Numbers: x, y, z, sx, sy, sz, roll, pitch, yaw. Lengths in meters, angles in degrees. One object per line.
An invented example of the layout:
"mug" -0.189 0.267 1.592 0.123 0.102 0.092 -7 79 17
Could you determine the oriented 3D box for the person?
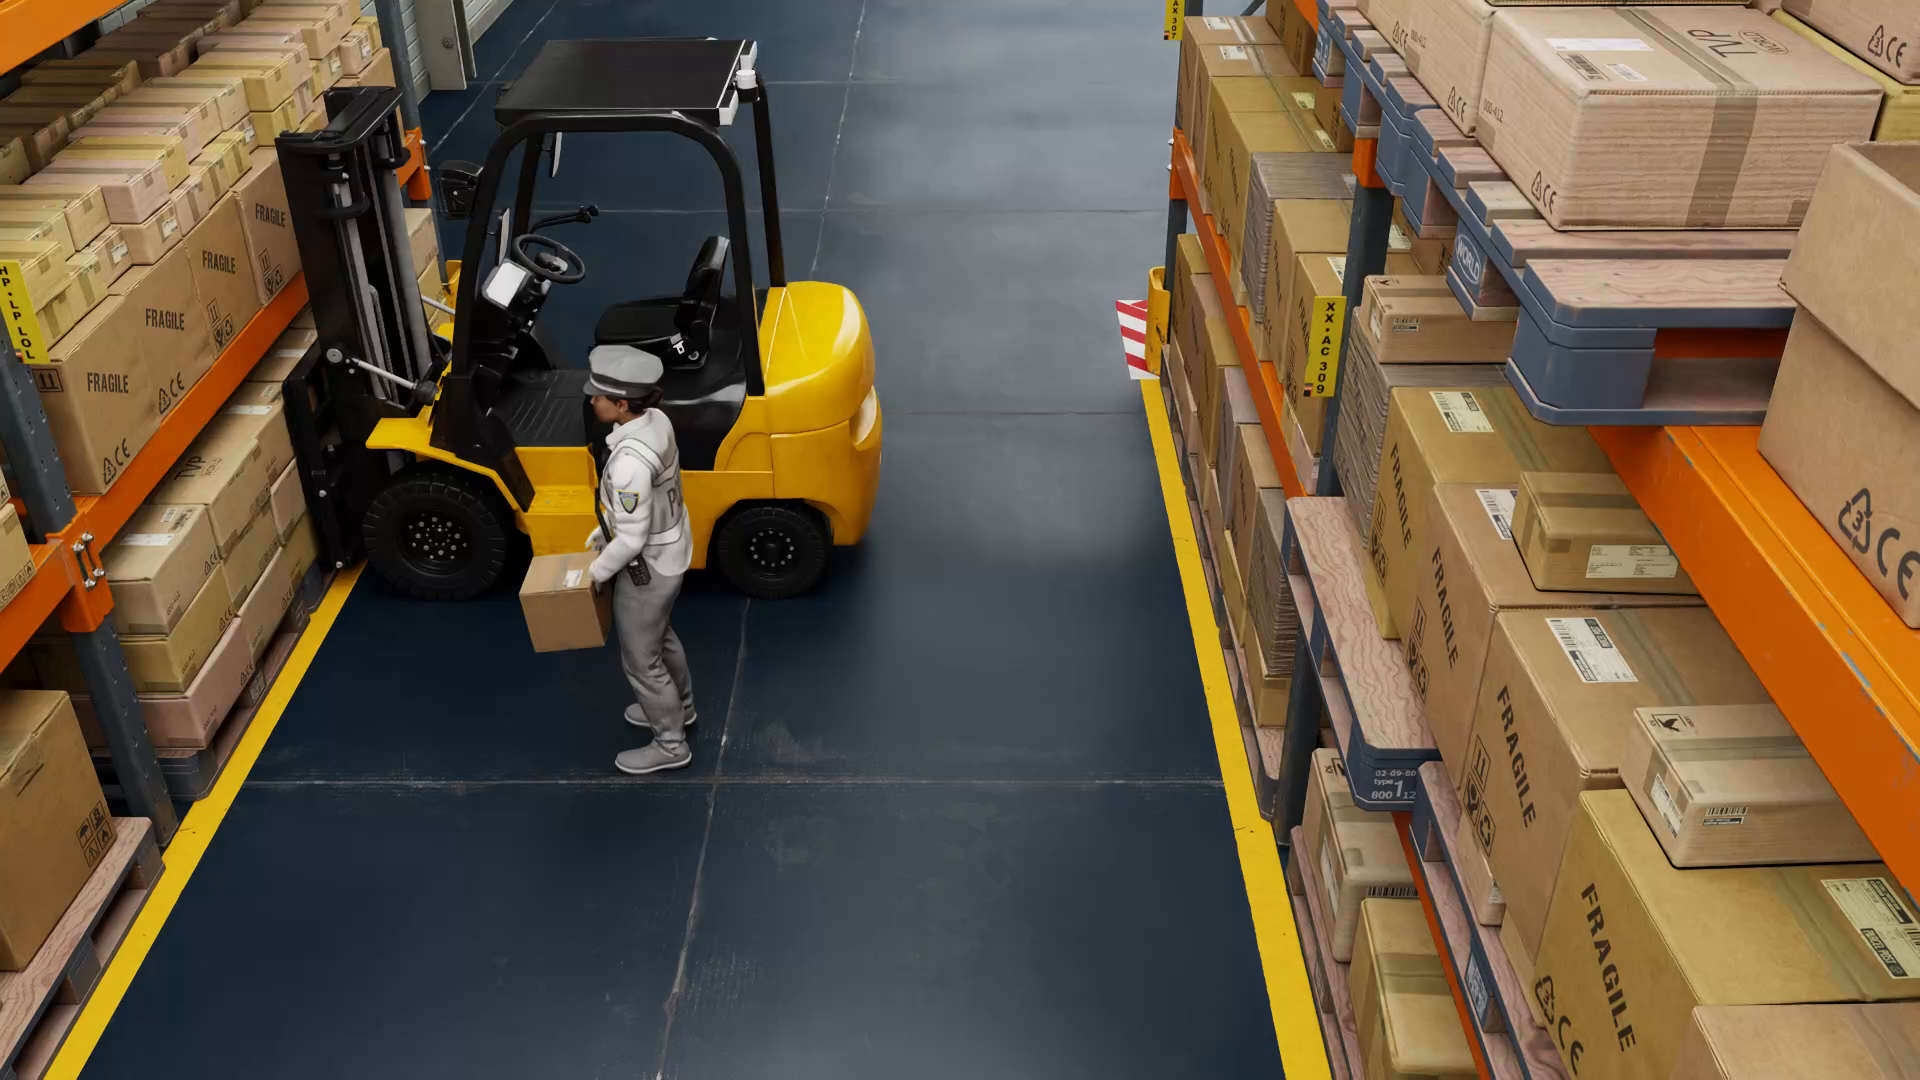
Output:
"person" -1.175 0.083 5.977 0.391 1.684 0.500 -1 32 -1
